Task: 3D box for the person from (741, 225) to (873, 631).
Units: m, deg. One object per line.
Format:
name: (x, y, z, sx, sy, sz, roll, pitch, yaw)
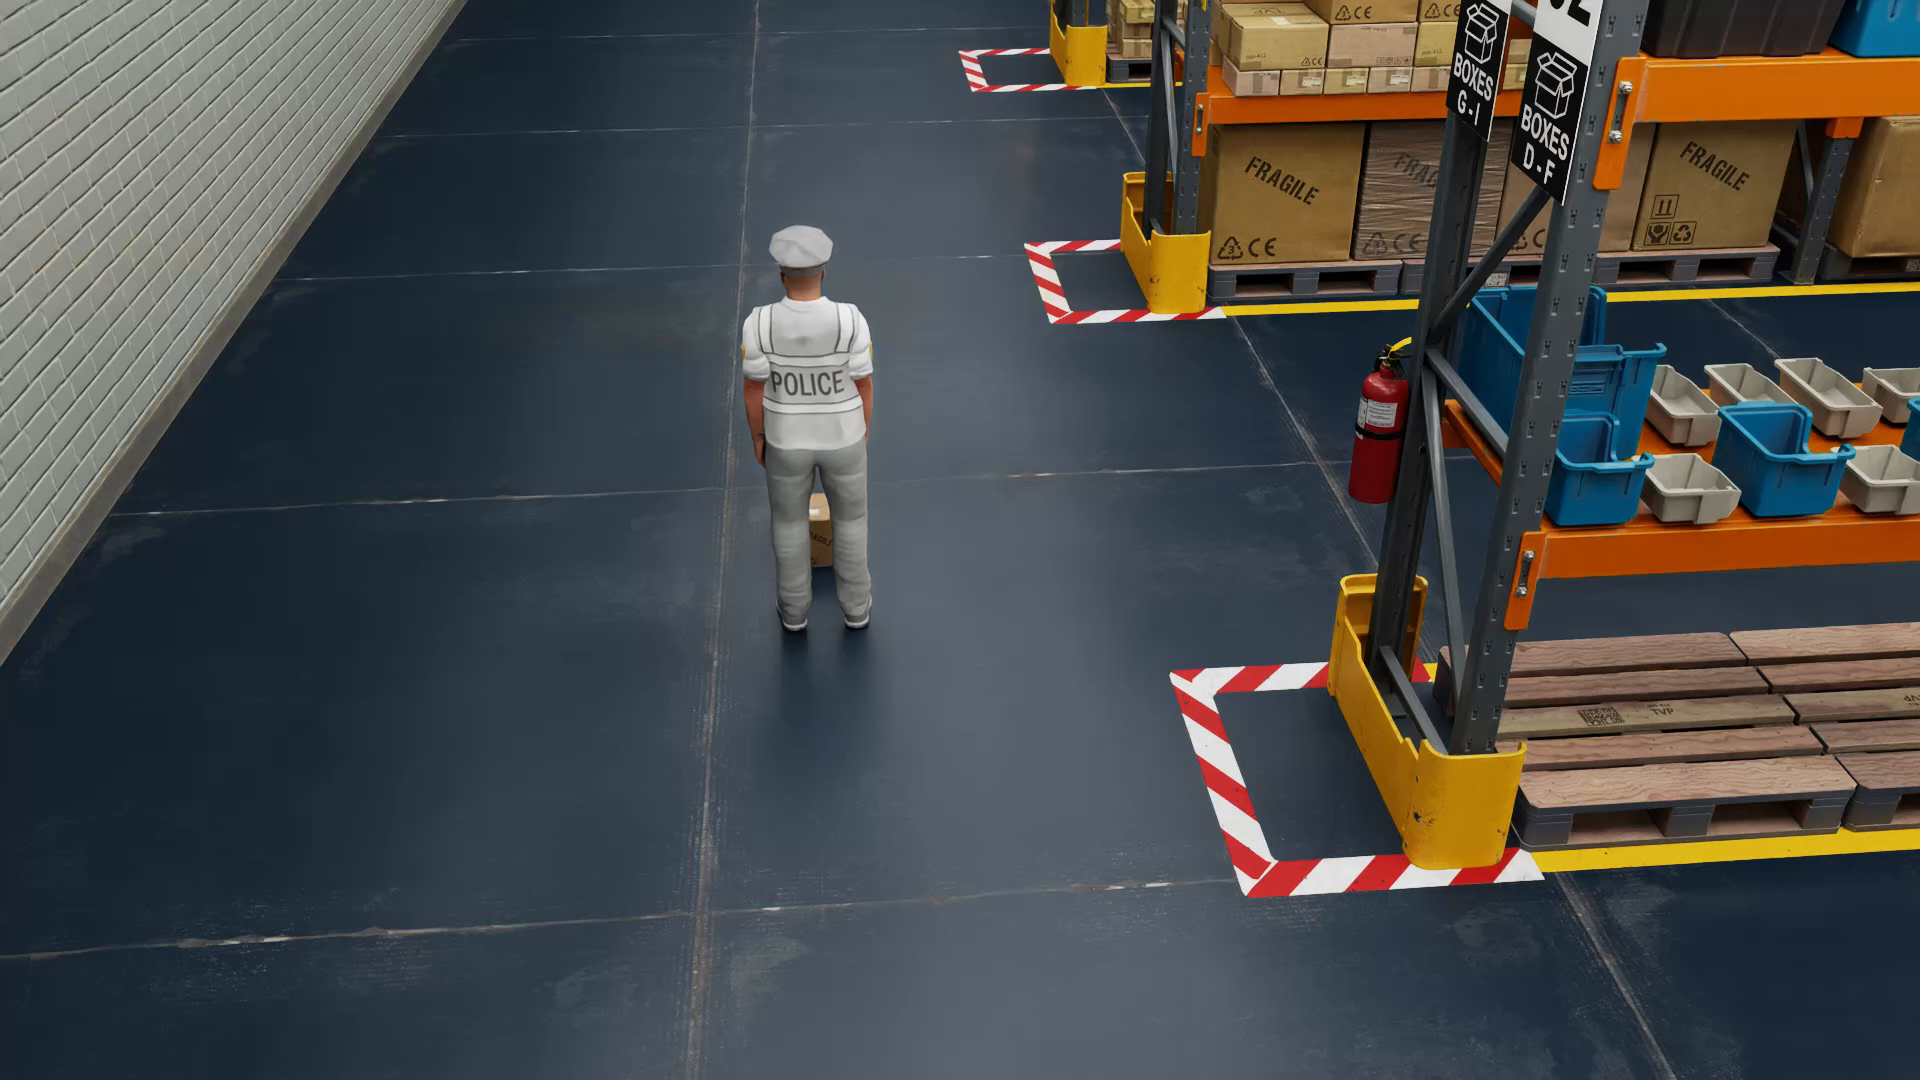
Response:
person: (-0.614, -0.436, 6.847, 0.525, 1.758, 0.393, -2, 31, -3)
